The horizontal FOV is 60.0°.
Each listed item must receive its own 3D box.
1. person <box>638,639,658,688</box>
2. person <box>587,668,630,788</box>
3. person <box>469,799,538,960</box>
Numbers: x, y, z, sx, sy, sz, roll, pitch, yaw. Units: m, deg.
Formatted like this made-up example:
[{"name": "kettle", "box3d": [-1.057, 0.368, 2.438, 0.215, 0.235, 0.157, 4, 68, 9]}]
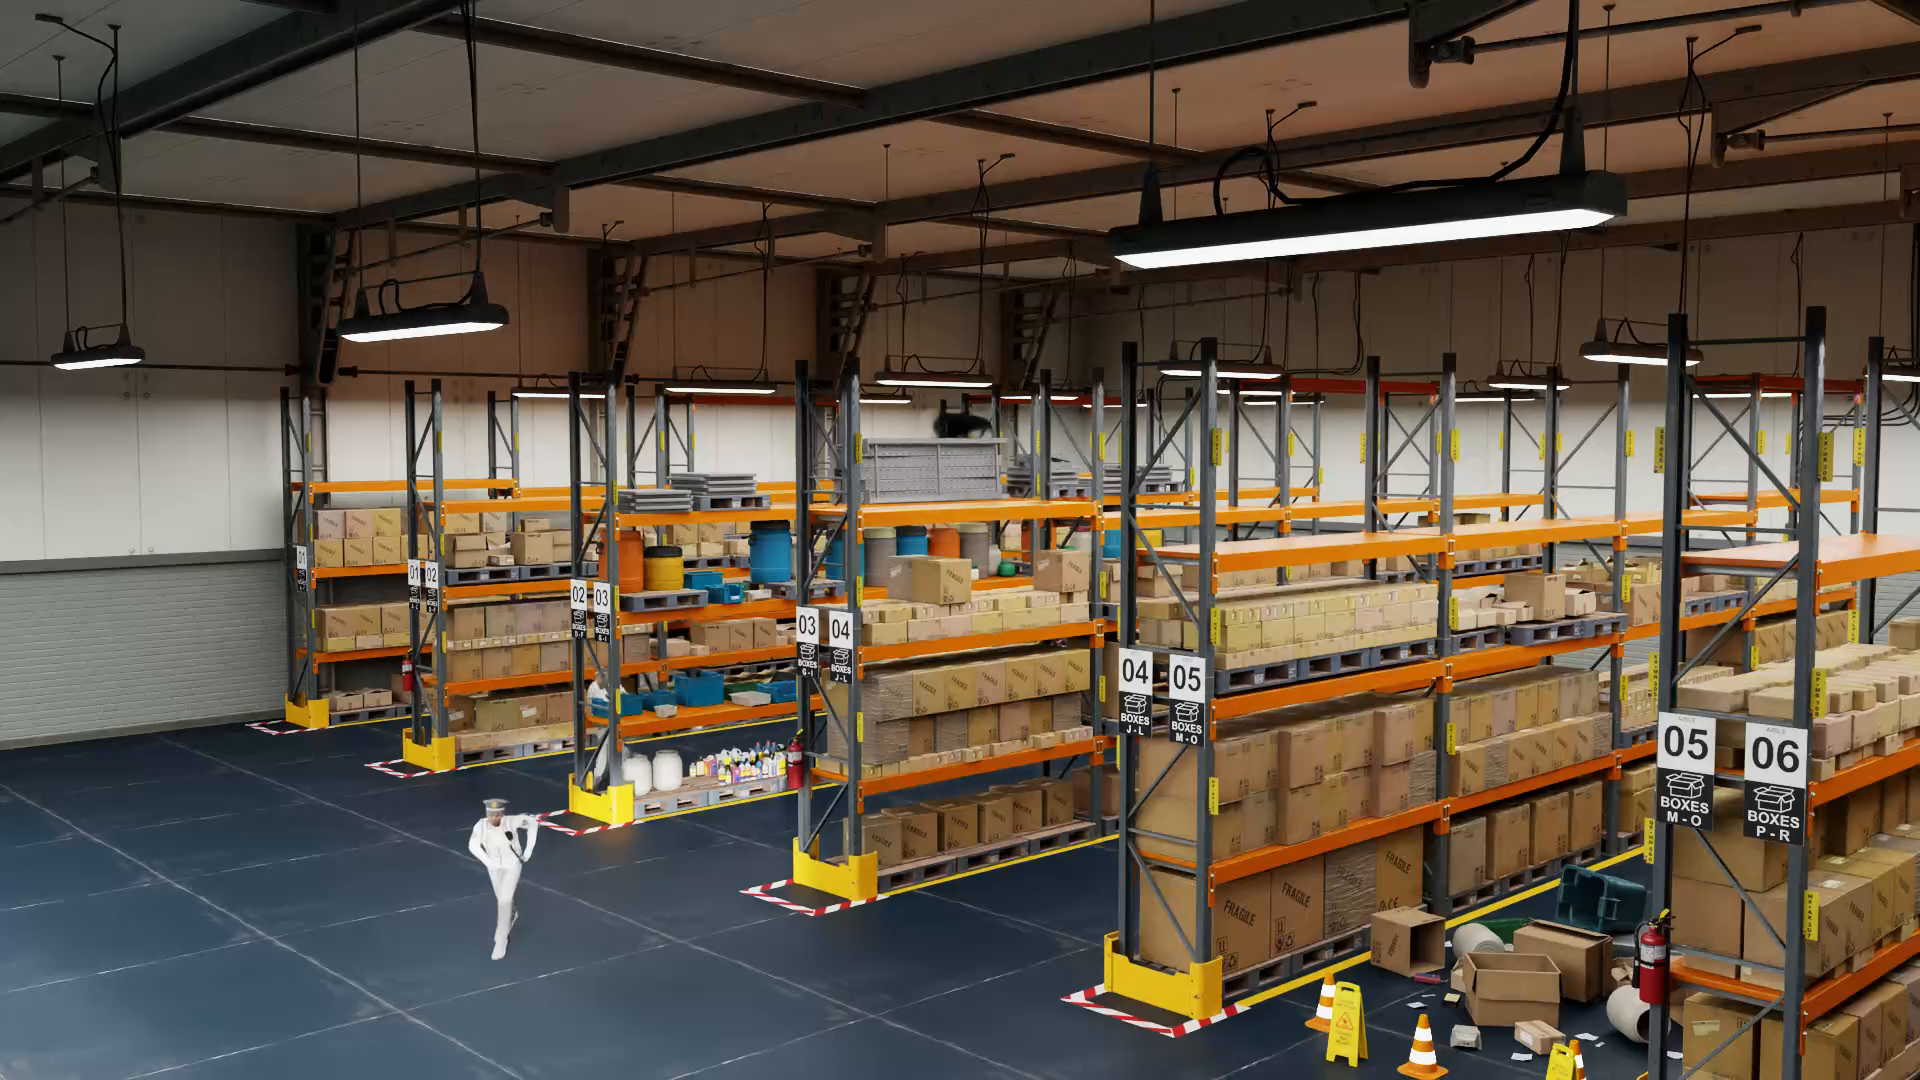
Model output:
[{"name": "person", "box3d": [-5.854, 2.398, 30.970, 0.693, 1.589, 0.833, 2, 4, 27]}, {"name": "person", "box3d": [-5.214, 2.732, 24.732, 0.662, 1.777, 1.076, 2, 4, 25]}, {"name": "person", "box3d": [-4.569, 3.332, 16.742, 0.658, 1.624, 0.961, 0, 4, -4]}]
